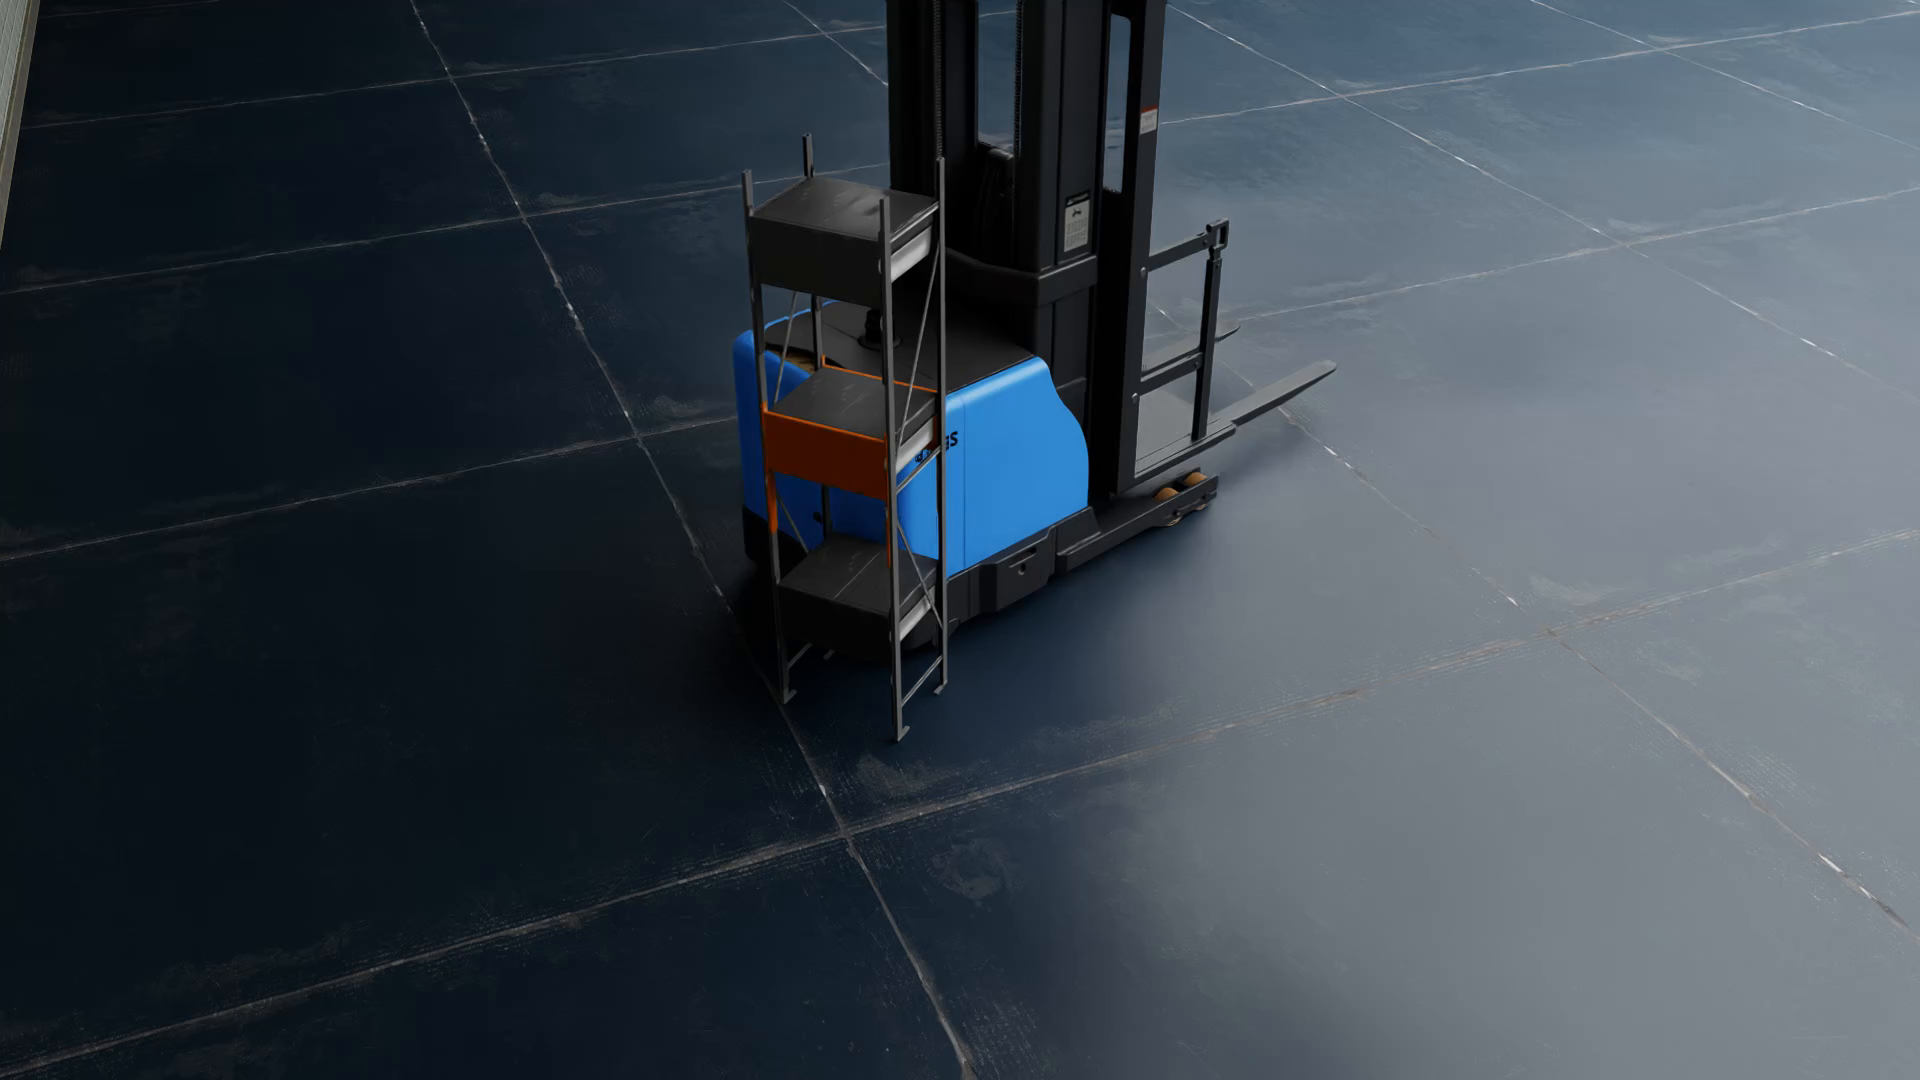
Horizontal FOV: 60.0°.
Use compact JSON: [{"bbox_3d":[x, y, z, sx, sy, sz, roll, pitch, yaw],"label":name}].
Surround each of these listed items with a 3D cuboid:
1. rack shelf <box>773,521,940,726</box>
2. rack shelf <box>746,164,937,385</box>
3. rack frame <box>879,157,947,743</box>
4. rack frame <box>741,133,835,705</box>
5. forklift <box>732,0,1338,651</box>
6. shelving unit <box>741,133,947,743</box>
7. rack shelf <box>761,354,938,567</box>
[{"bbox_3d":[-0.364,0.304,6.166,0.480,0.518,0.431,15,36,22],"label":"rack shelf"},{"bbox_3d":[-0.364,-0.869,5.402,0.480,0.518,0.431,15,36,22],"label":"rack shelf"},{"bbox_3d":[-0.145,-0.235,5.685,0.015,2.100,0.400,15,36,22],"label":"rack frame"},{"bbox_3d":[-0.582,-0.353,5.868,0.015,2.100,0.400,15,36,22],"label":"rack frame"},{"bbox_3d":[0.517,-1.479,6.836,3.031,2.935,1.130,-27,41,-34],"label":"forklift"},{"bbox_3d":[-0.364,-0.294,5.777,0.503,2.100,0.431,15,36,22],"label":"shelving unit"},{"bbox_3d":[-0.364,-0.283,5.784,0.480,0.518,0.431,15,36,22],"label":"rack shelf"}]
